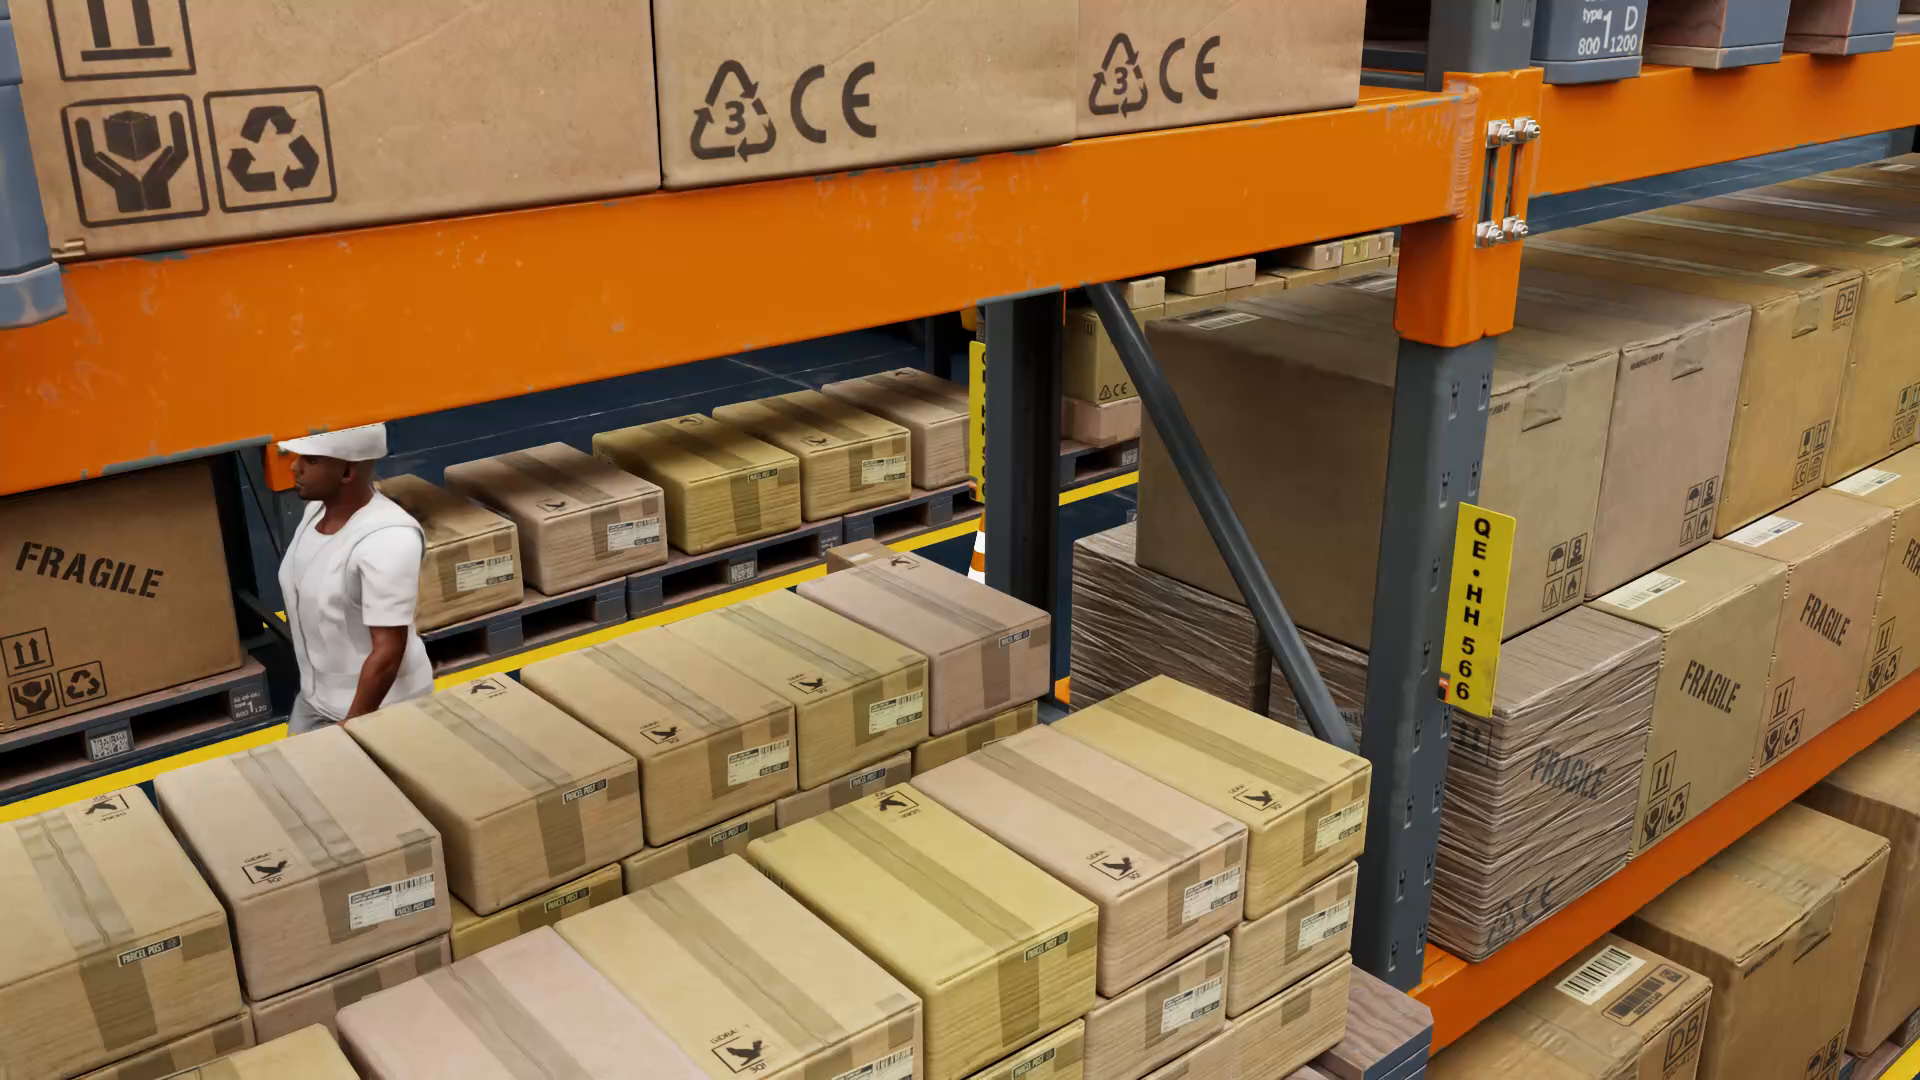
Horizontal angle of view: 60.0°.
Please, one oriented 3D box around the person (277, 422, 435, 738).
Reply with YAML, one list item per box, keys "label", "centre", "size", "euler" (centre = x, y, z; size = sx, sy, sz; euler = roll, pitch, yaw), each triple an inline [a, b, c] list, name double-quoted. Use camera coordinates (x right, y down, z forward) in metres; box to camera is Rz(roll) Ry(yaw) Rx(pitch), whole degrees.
- label: "person"
  centre: [-1.803, 0.471, 4.771]
  size: [0.571, 1.736, 0.928]
  euler: [18, 27, 39]
